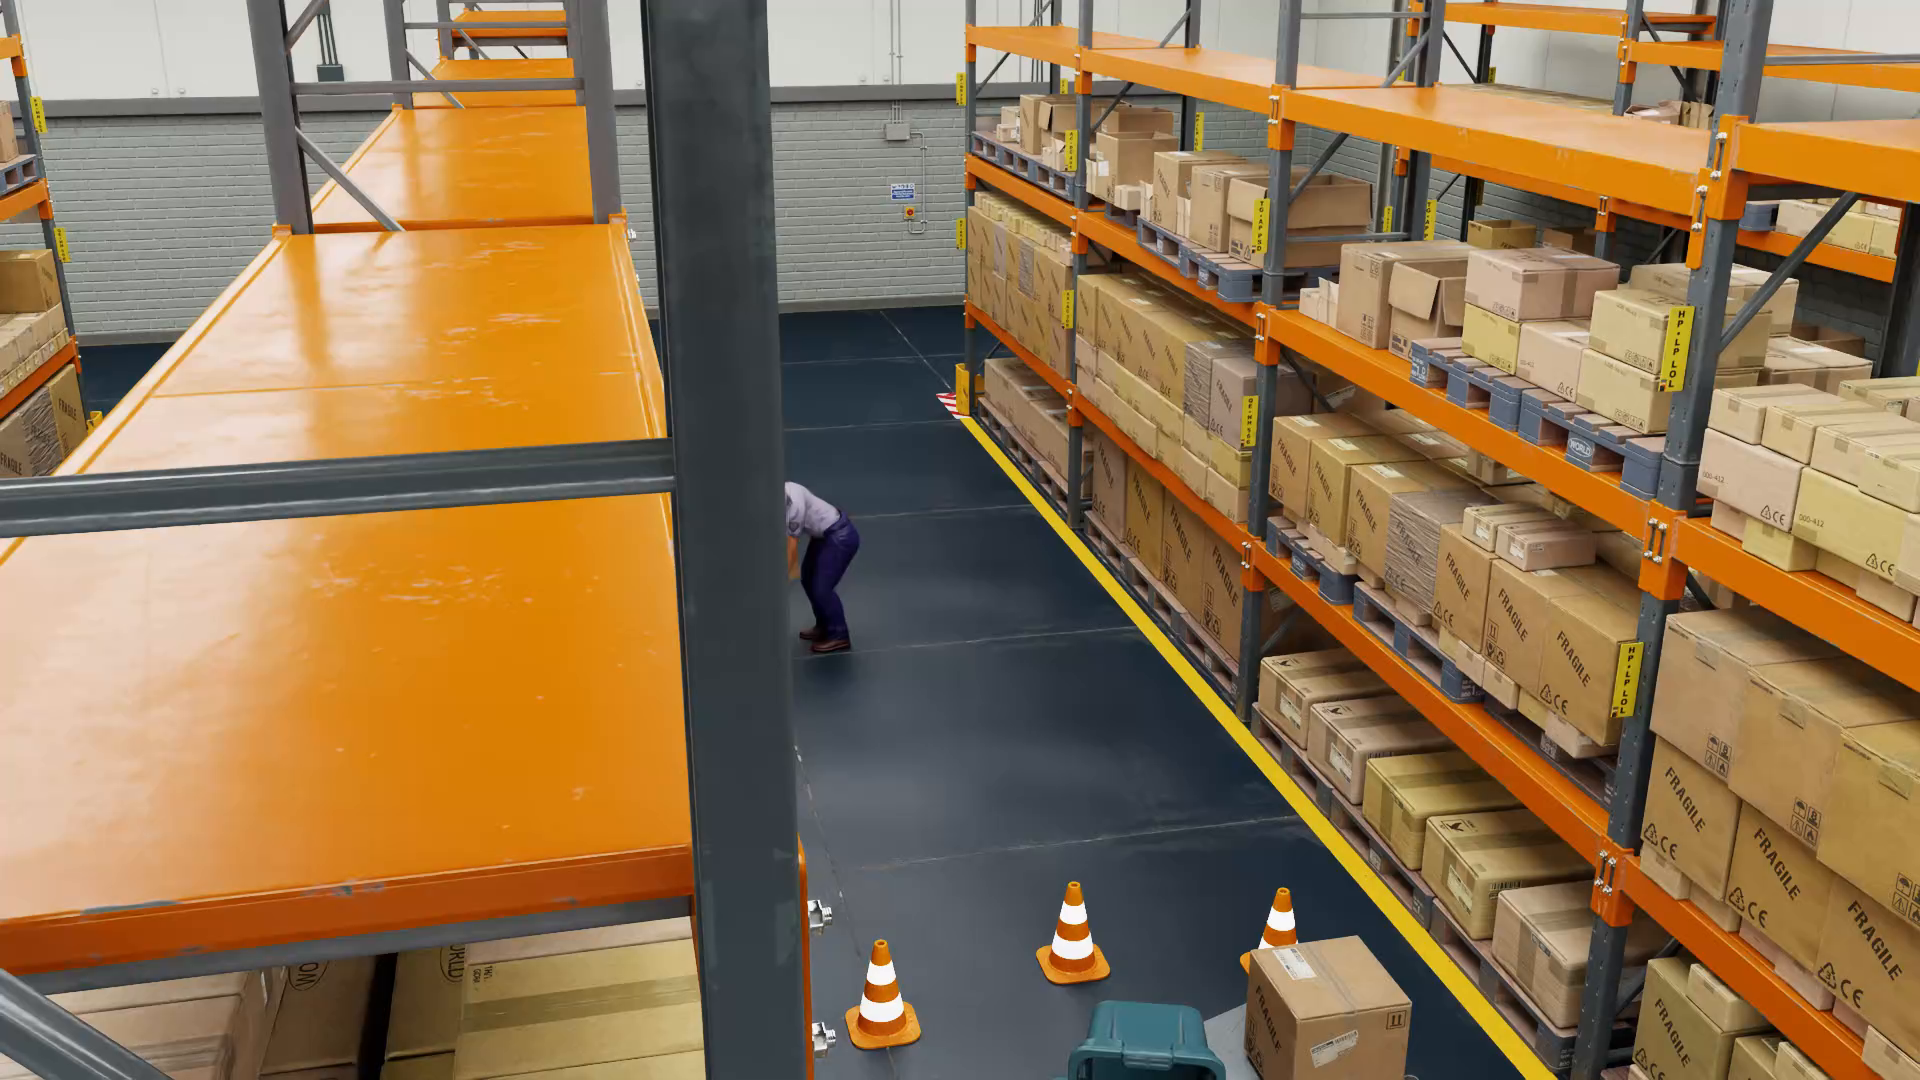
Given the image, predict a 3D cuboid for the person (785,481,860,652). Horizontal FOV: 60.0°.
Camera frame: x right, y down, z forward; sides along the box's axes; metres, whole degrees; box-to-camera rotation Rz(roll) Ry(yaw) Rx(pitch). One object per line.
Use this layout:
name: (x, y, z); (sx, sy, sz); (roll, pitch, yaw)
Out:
person: (-1.122, 0.117, 12.154); (0.765, 1.394, 0.451); (-5, 20, -14)
